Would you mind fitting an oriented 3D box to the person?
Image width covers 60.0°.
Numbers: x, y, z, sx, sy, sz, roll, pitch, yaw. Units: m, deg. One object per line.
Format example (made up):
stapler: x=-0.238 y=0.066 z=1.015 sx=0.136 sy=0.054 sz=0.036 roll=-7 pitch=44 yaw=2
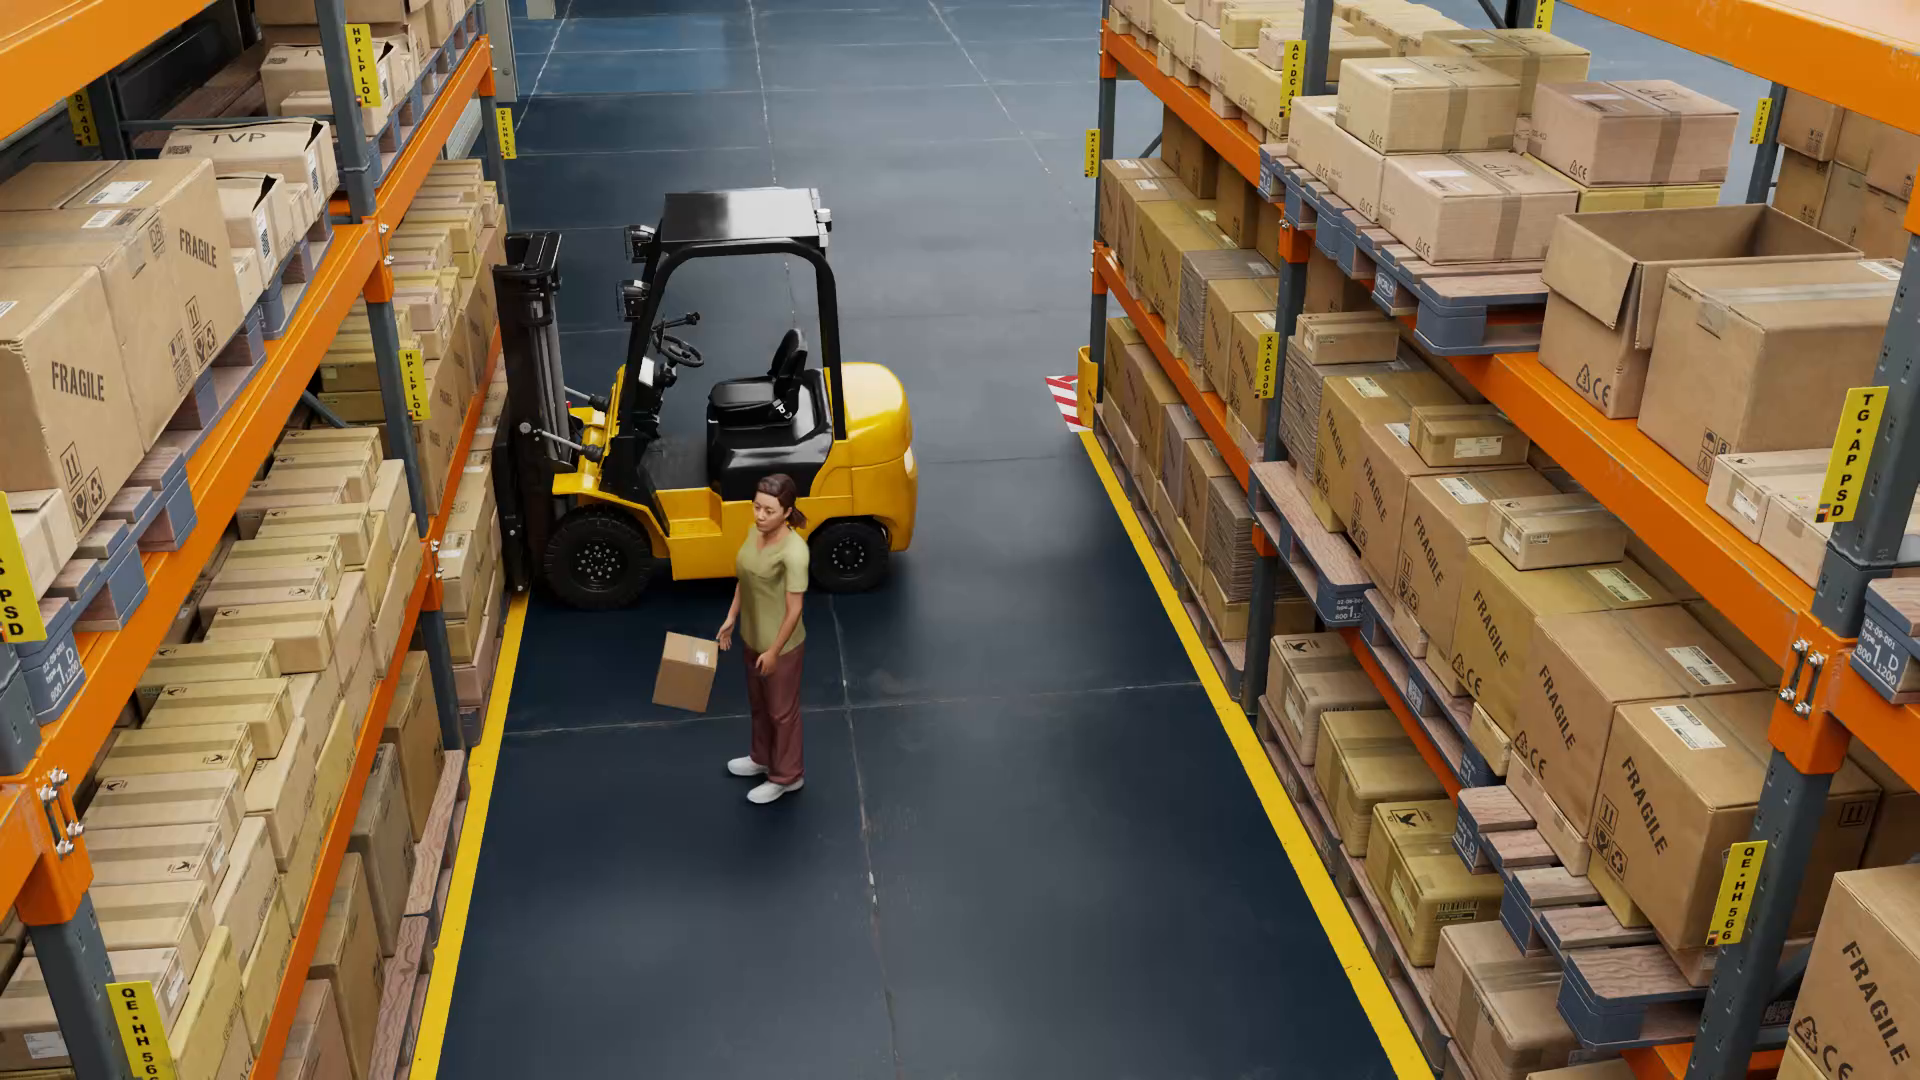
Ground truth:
person: x=-0.890 y=0.454 z=7.715 sx=0.410 sy=1.680 sz=0.534 roll=-17 pitch=32 yaw=-29
